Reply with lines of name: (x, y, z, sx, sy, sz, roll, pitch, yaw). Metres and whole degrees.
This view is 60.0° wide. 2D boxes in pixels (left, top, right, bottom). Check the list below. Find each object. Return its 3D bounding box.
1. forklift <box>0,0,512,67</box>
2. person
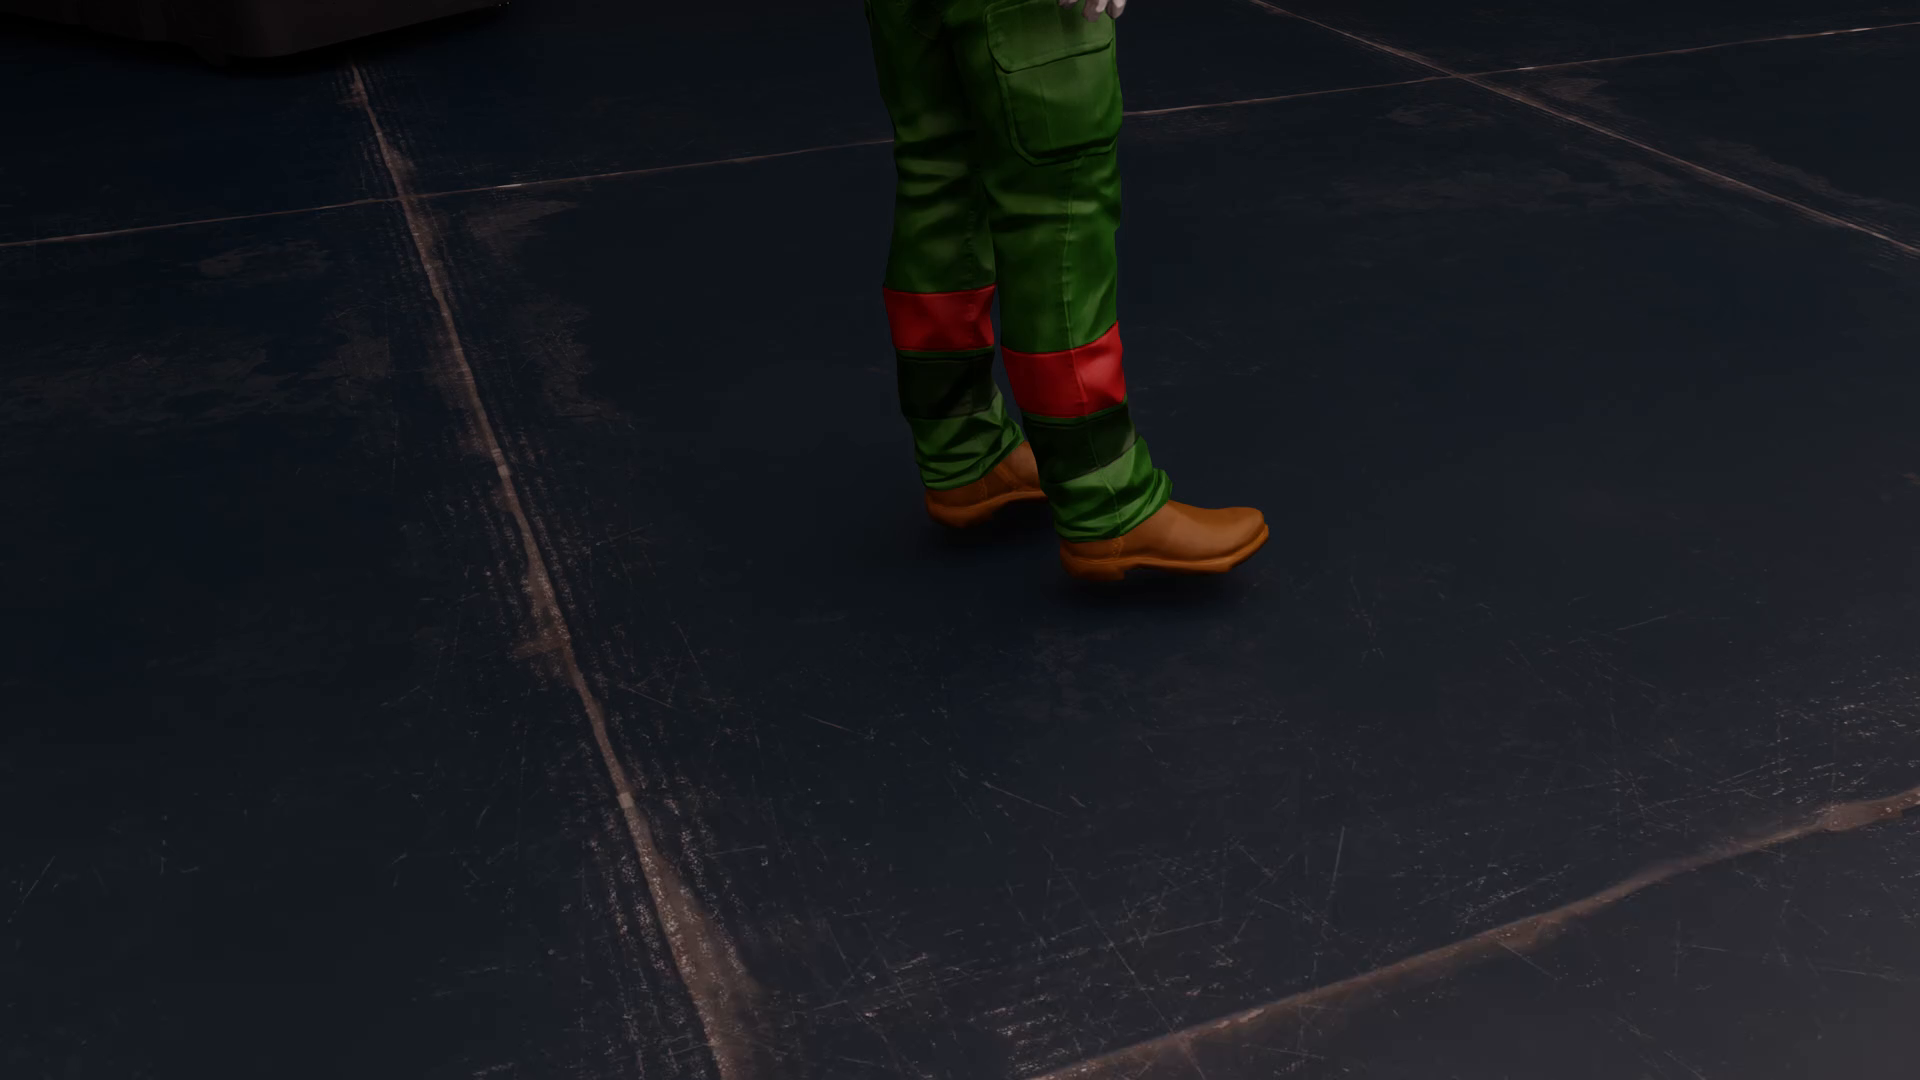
forklift: (-2.983, -3.204, 5.164, 3.031, 2.935, 1.130, 18, 34, 28)
person: (0.079, -0.828, 2.050, 0.564, 1.787, 0.637, -11, 32, -19)
